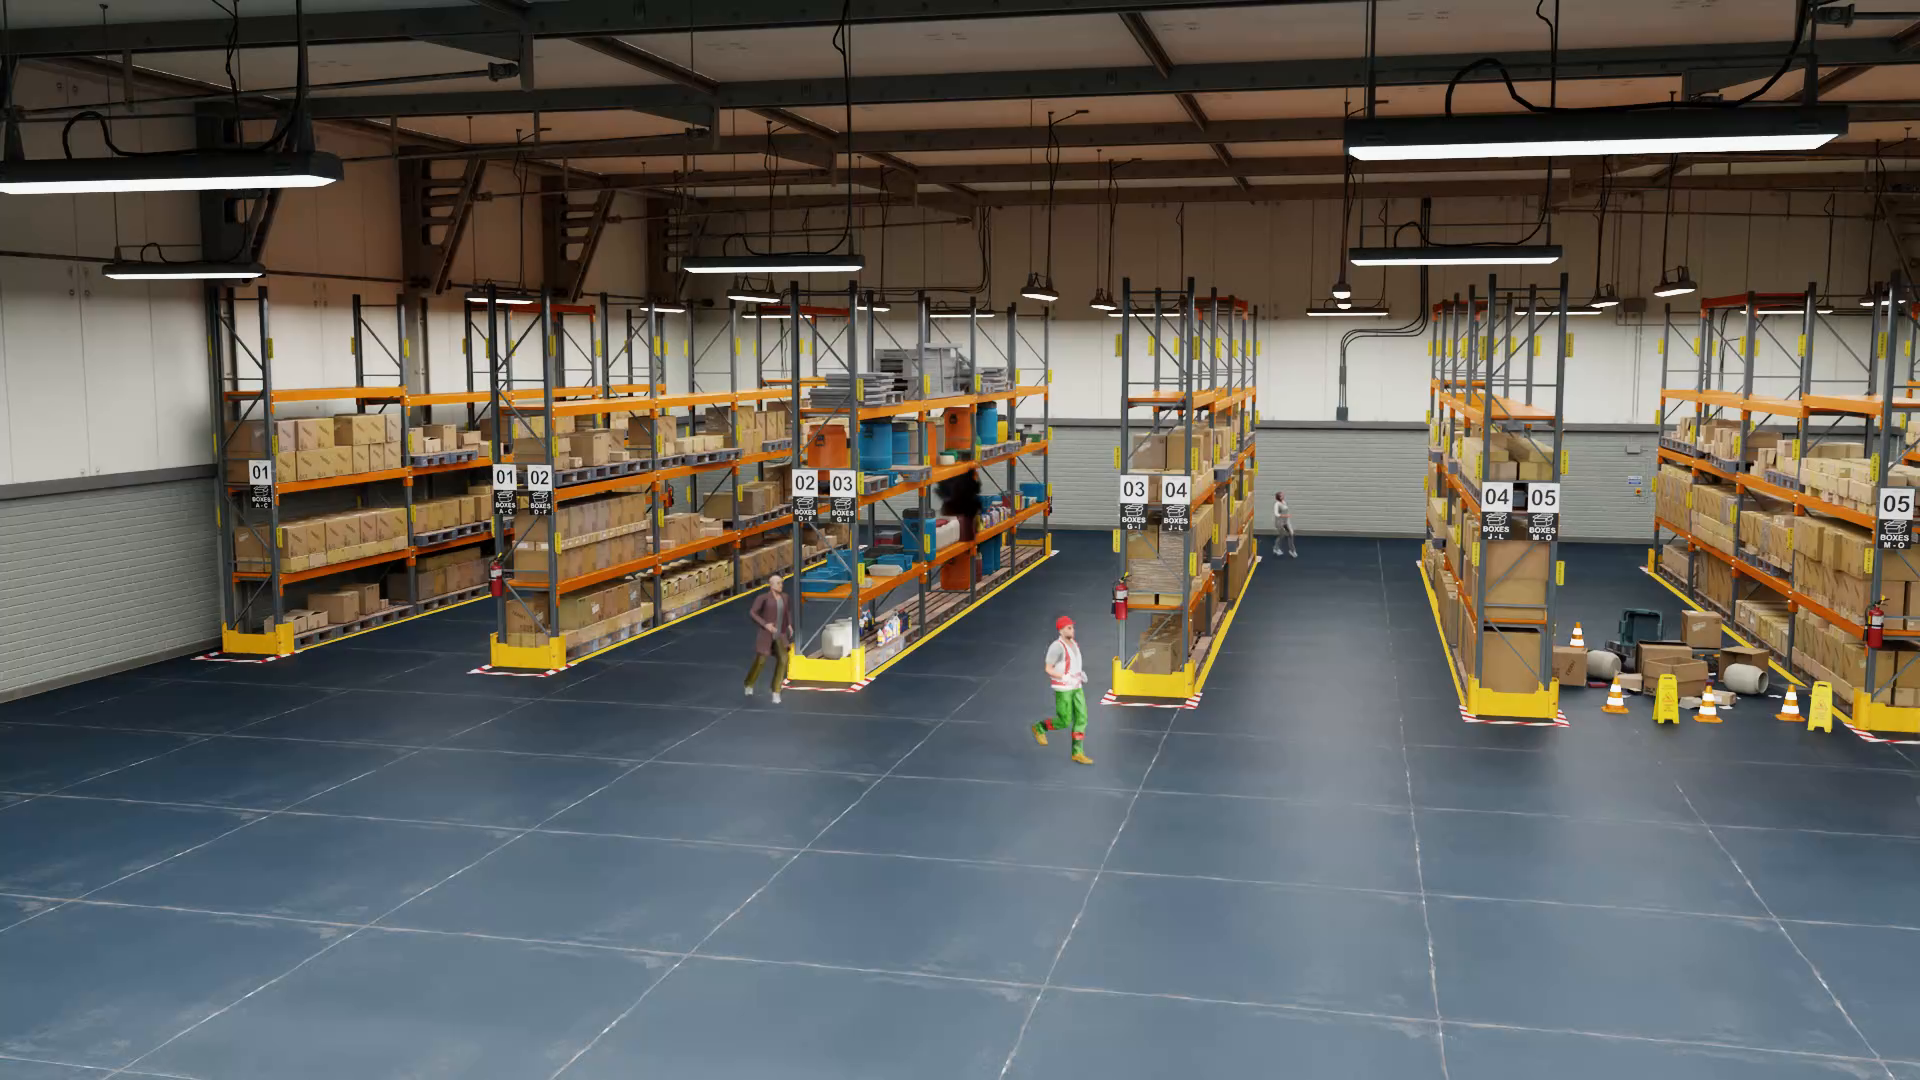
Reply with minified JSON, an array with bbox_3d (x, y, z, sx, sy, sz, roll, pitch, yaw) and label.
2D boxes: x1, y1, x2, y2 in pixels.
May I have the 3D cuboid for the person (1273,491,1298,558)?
[{"bbox_3d":[7.735,-0.375,39.919,0.540,1.586,0.752,-5,8,-35],"label":"person"}]

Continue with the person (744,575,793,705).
[{"bbox_3d":[-2.679,1.509,23.845,0.766,1.605,0.831,-4,8,-34],"label":"person"}]

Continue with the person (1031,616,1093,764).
[{"bbox_3d":[1.275,1.807,20.275,0.869,1.771,0.657,5,9,40],"label":"person"}]
